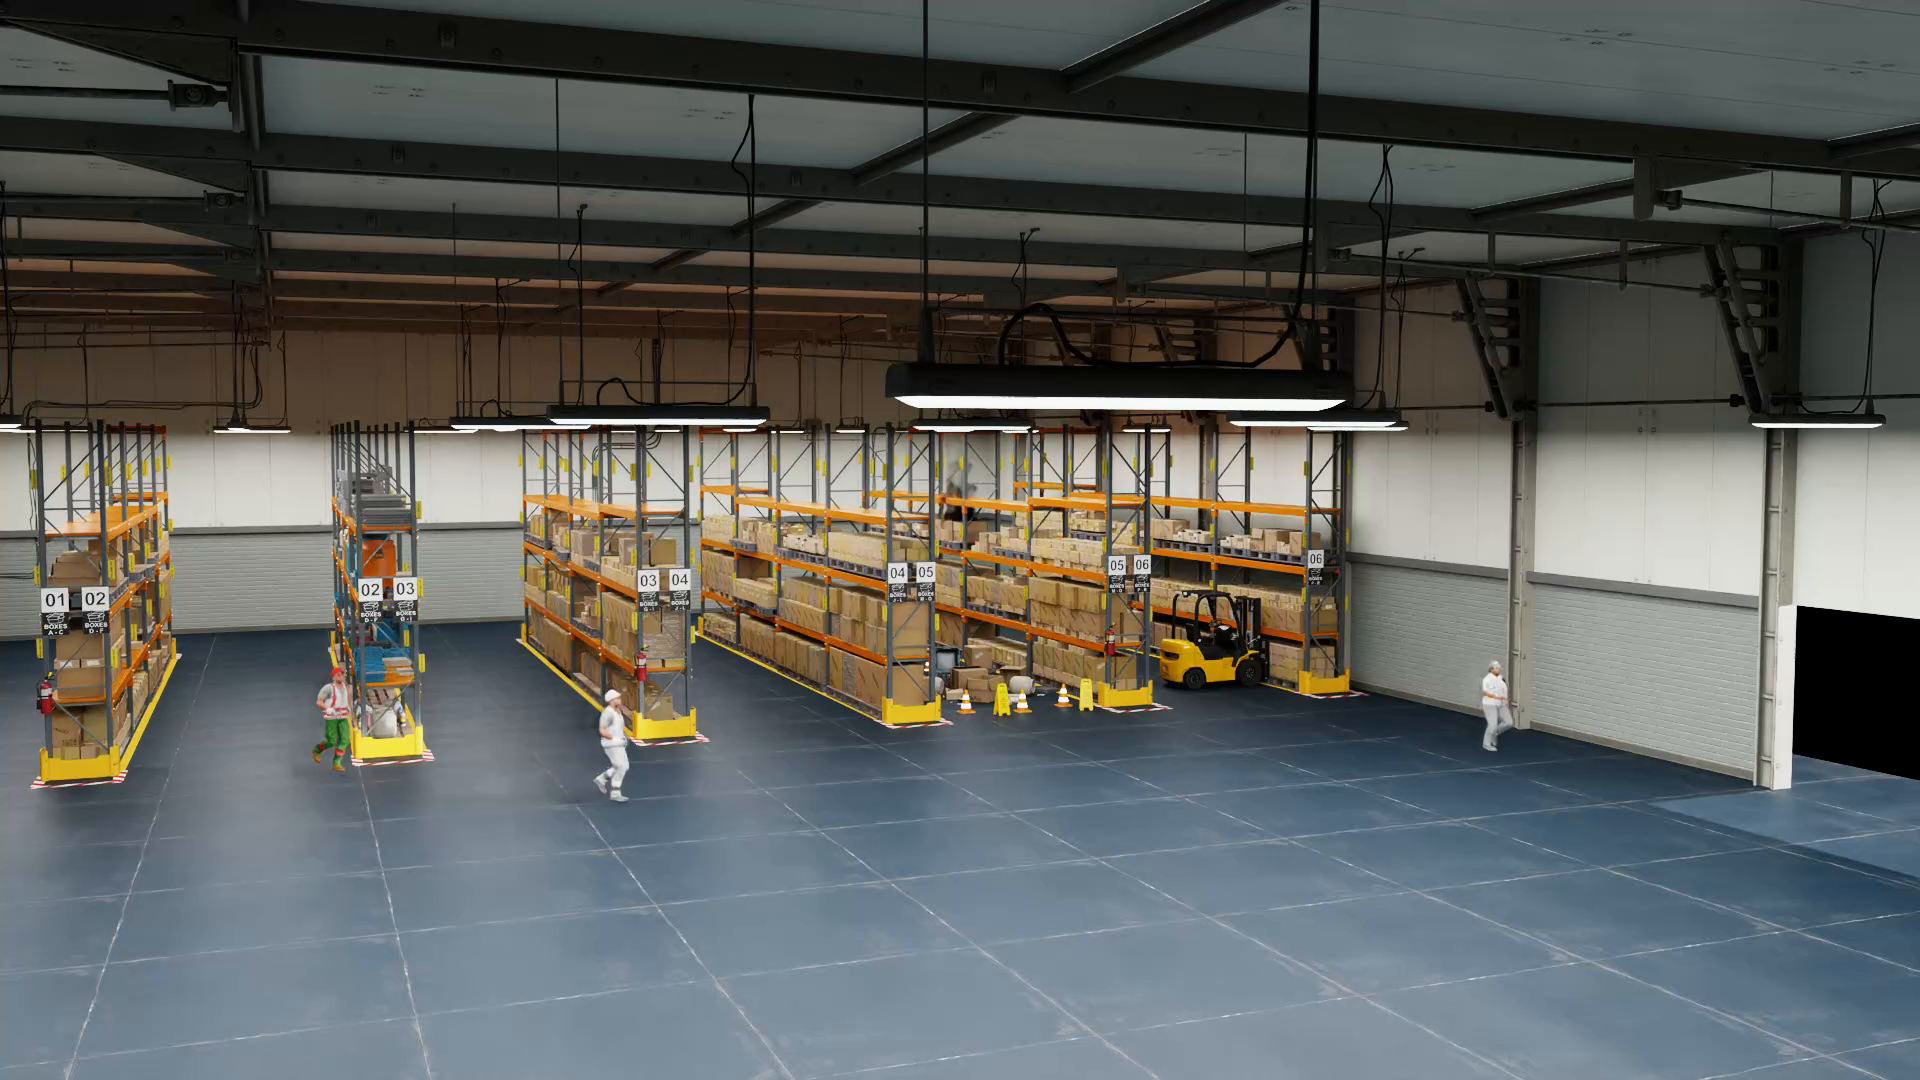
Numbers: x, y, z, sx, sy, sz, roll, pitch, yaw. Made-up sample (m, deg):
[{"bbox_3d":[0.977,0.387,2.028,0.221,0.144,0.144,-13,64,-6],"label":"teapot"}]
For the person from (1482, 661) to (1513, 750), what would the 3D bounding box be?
[{"bbox_3d":[9.778,3.018,30.249,0.595,1.628,0.557,-2,4,-31],"label":"person"}]

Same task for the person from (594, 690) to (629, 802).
[{"bbox_3d":[-5.483,3.220,26.030,0.596,1.751,0.666,0,4,5],"label":"person"}]

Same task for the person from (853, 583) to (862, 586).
[{"bbox_3d":[-3.172,1.741,51.268,0.581,1.553,0.547,0,4,-7],"label":"person"}]

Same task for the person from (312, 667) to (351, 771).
[{"bbox_3d":[-10.762,3.066,28.621,0.750,1.756,0.676,2,4,33],"label":"person"}]
